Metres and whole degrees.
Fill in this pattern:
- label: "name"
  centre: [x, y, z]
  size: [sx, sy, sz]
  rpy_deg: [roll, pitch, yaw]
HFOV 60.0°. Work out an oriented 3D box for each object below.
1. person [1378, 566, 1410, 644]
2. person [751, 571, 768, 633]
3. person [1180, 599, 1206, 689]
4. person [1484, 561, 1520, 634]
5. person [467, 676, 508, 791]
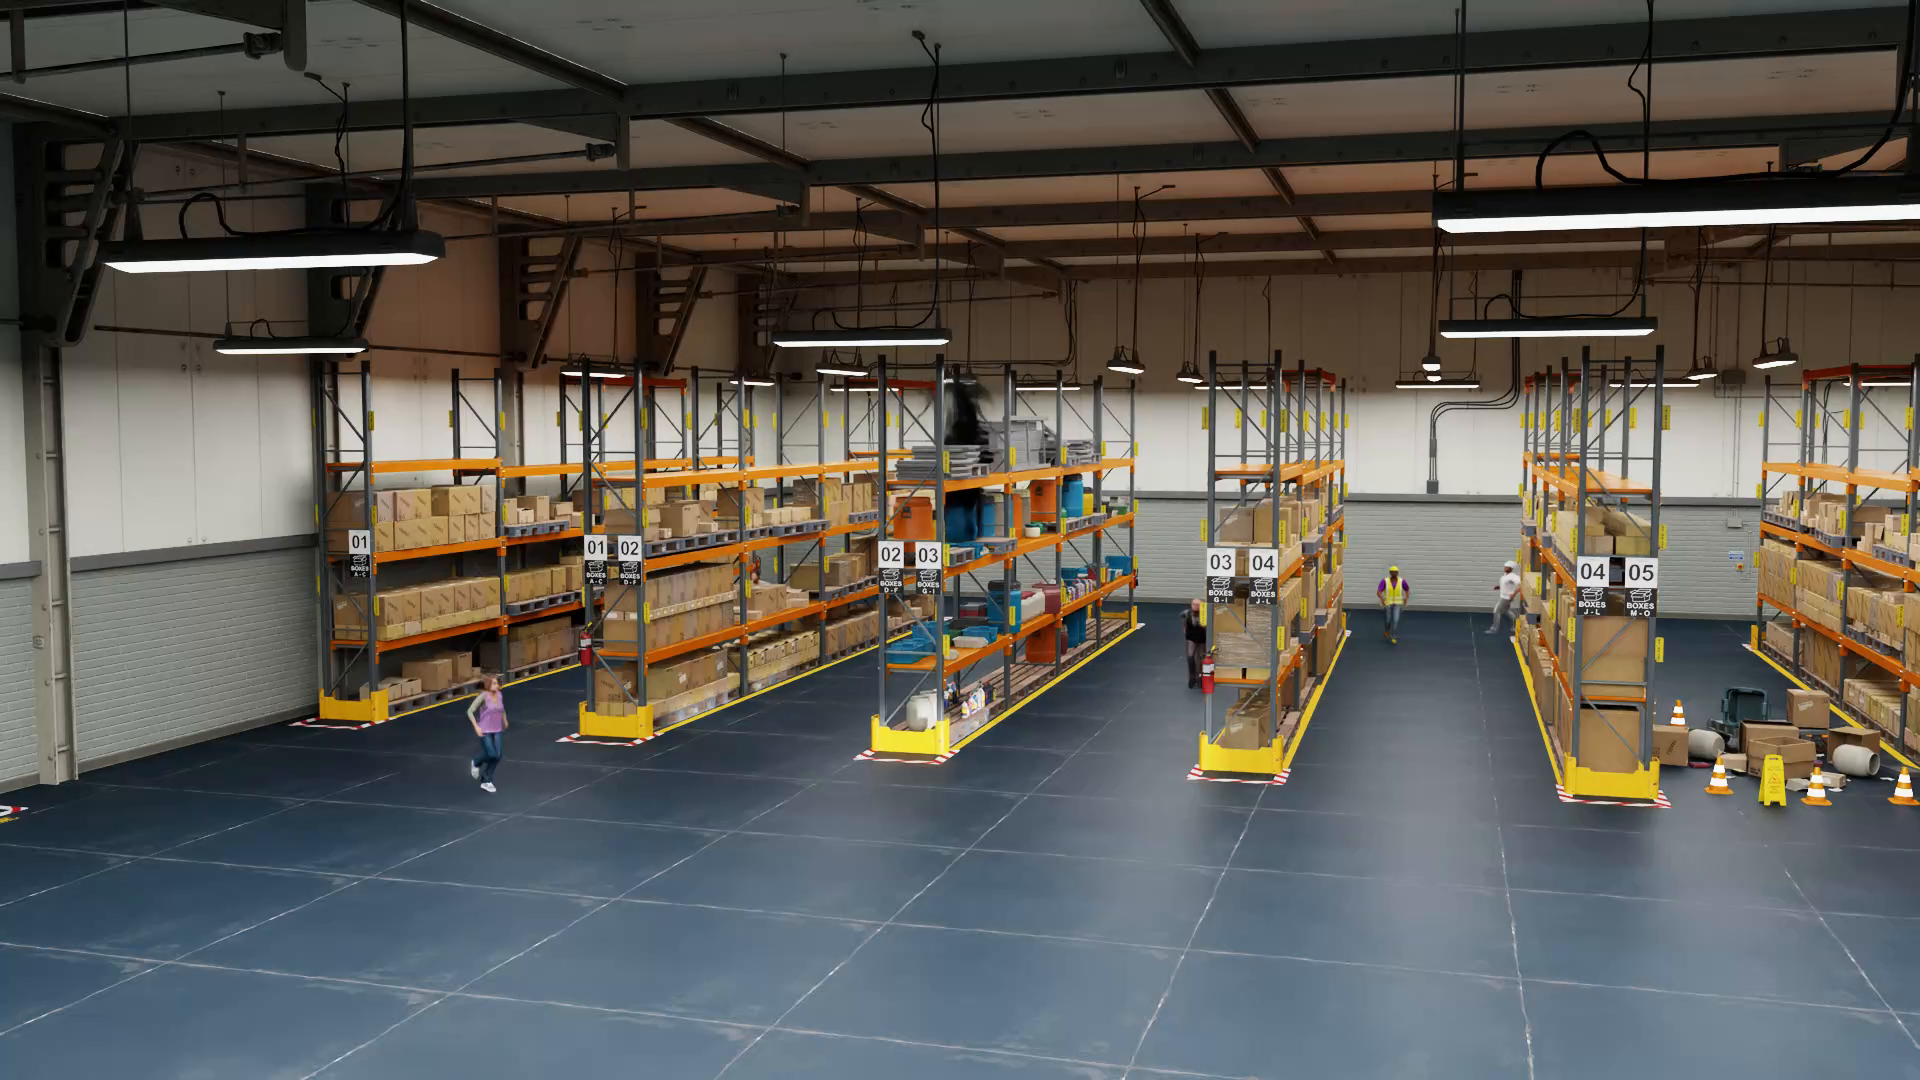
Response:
- label: "person"
  centre: [9.823, 1.453, 37.653]
  size: [0.723, 1.743, 0.644]
  rpy_deg: [1, 4, 10]
- label: "person"
  centre: [-4.634, 1.494, 38.173]
  size: [0.554, 1.593, 0.687]
  rpy_deg: [1, 4, 18]
- label: "person"
  centre: [4.442, 1.931, 31.200]
  size: [0.647, 1.694, 0.925]
  rpy_deg: [1, 4, 10]
- label: "person"
  centre: [12.748, 1.348, 38.905]
  size: [0.890, 1.750, 0.759]
  rpy_deg: [1, 4, 11]
- label: "person"
  centre: [-6.415, 2.619, 22.634]
  size: [0.533, 1.557, 0.553]
  rpy_deg: [3, 5, 35]
